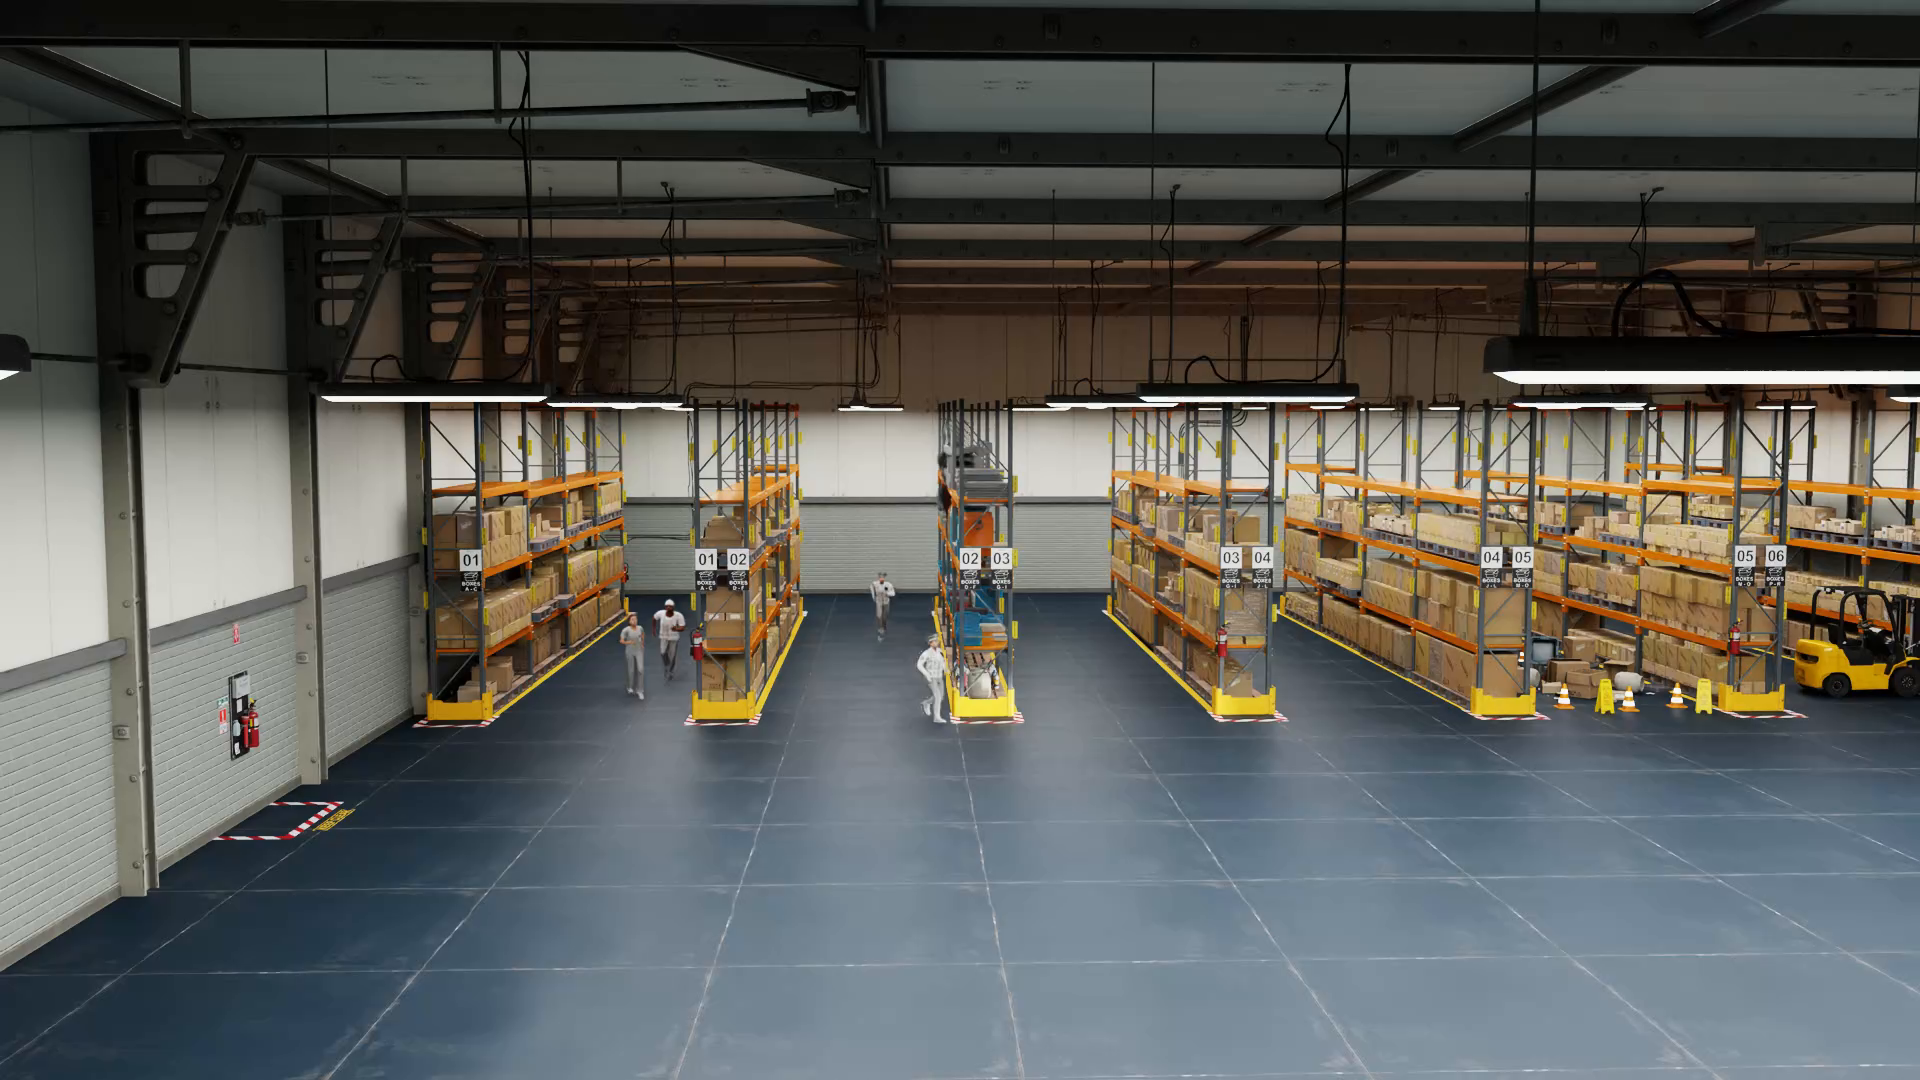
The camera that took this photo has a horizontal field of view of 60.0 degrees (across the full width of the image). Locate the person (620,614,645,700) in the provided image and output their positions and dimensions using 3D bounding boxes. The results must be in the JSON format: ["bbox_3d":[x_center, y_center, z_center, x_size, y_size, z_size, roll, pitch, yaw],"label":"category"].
[{"bbox_3d":[-6.600,2.334,33.553,0.555,1.714,0.805,-2,5,-23],"label":"person"}]

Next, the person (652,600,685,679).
[{"bbox_3d":[-6.266,2.126,35.720,0.740,1.709,0.782,0,4,-2],"label":"person"}]

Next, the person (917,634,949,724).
[{"bbox_3d":[-0.511,2.551,30.828,0.613,1.659,0.678,-4,6,-42],"label":"person"}]

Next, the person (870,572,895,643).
[{"bbox_3d":[-1.895,1.624,40.757,0.605,1.730,0.869,0,4,-4],"label":"person"}]
